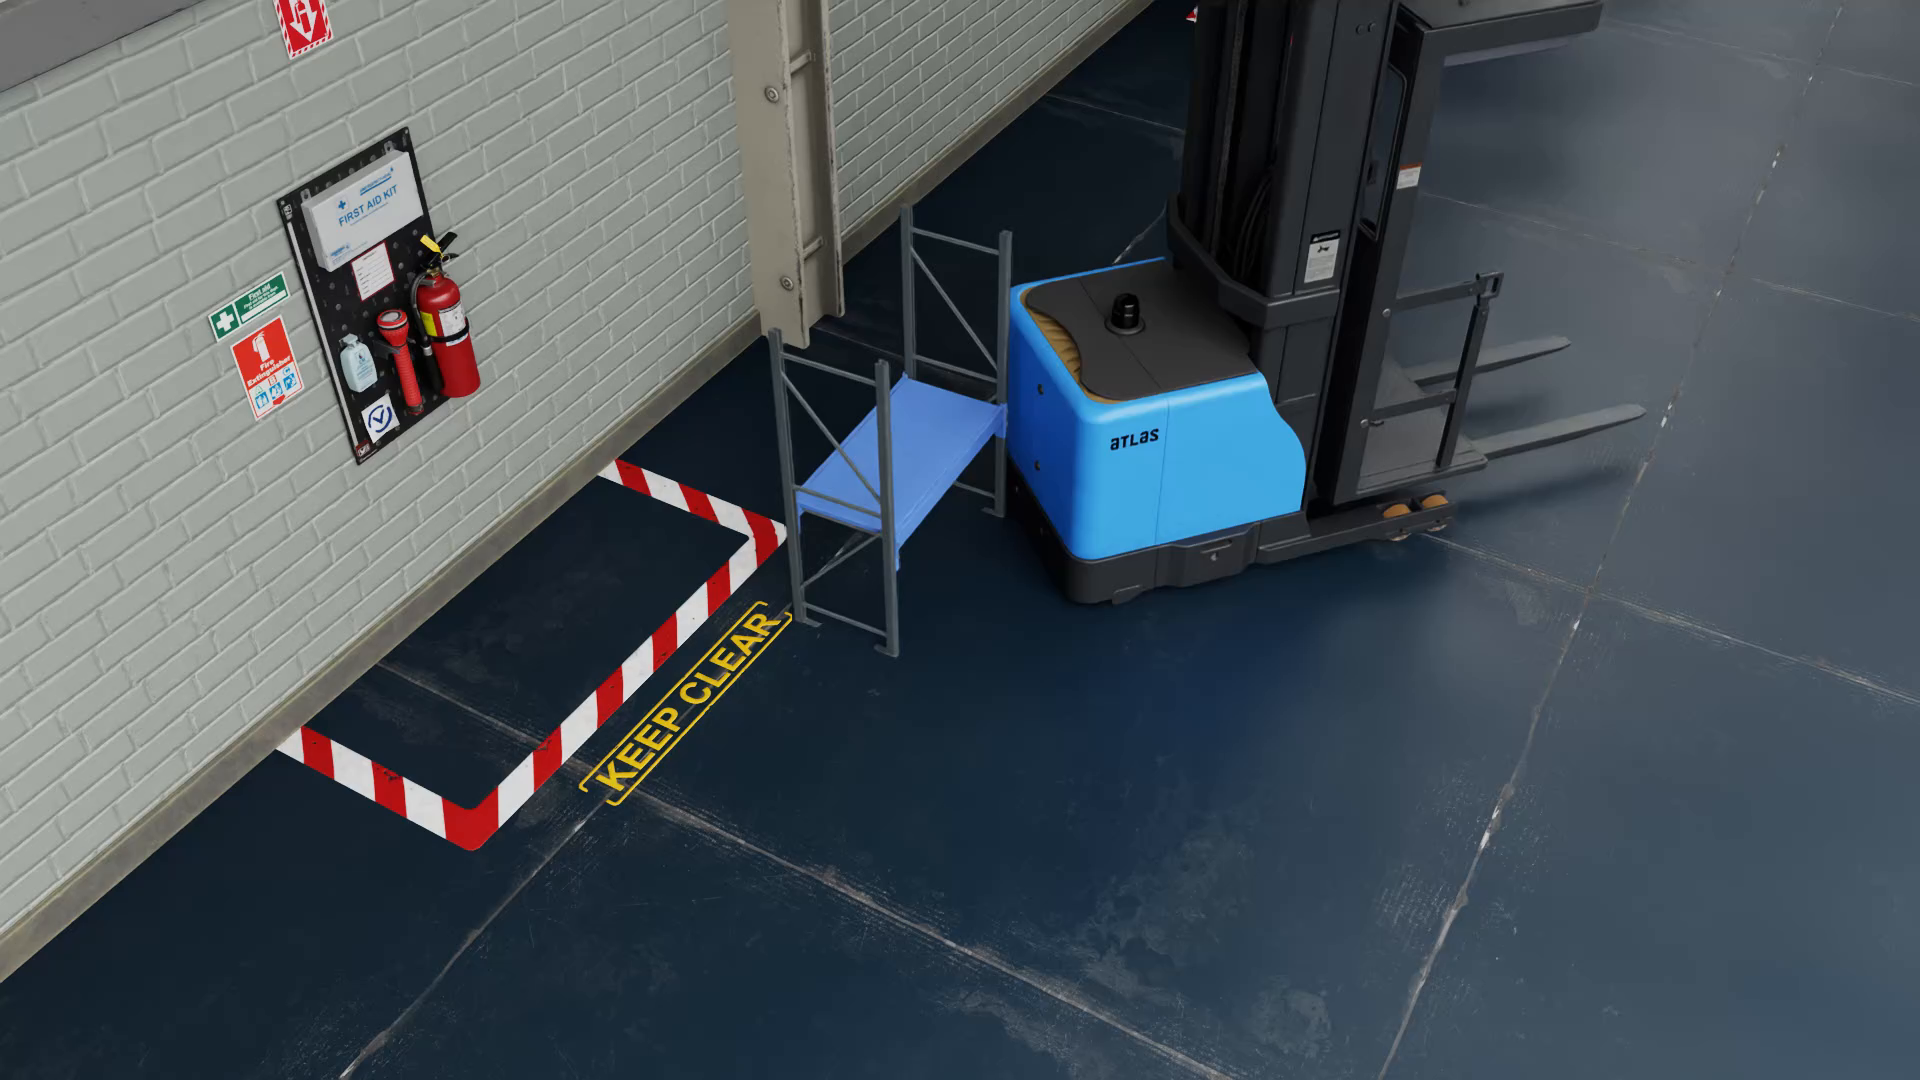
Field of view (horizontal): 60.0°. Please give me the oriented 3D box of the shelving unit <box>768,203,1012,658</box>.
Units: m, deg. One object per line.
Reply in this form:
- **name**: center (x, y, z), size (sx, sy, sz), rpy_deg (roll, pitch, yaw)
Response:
- **shelving unit**: center (-0.252, -0.448, 6.939), size (0.538, 1.500, 1.048), rpy_deg (19, 45, 20)

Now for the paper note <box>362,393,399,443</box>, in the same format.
- **paper note**: center (-2.265, -0.477, 6.504), size (0.016, 0.148, 0.142), rpy_deg (21, 45, 22)

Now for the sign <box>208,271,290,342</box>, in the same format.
- **sign**: center (-2.473, -0.816, 5.794), size (0.001, 0.109, 0.331), rpy_deg (21, 45, 22)

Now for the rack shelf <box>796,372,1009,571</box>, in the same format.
- **rack shelf**: center (-0.252, -0.313, 7.058), size (0.538, 0.185, 1.000), rpy_deg (19, 45, 20)

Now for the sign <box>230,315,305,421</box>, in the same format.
- **sign**: center (-2.483, -0.617, 5.970), size (0.001, 0.329, 0.234), rpy_deg (21, 45, 22)

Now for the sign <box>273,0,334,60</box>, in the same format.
- **sign**: center (-2.207, -1.784, 5.568), size (0.001, 0.298, 0.199), rpy_deg (21, 45, 22)

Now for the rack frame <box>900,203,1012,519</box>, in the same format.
- **rack frame**: center (-0.018, -0.746, 7.278), size (0.500, 1.500, 0.032), rpy_deg (19, 45, 20)

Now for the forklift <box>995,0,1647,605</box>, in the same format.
- **forklift**: center (1.736, -1.414, 6.953), size (3.031, 2.935, 1.130), rpy_deg (-13, 43, -15)

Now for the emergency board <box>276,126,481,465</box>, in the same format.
- **emergency board**: center (-2.117, -0.886, 6.302), size (0.194, 1.169, 0.643), rpy_deg (21, 45, 22)

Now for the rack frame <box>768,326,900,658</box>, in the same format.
- **rack frame**: center (-0.485, -0.149, 6.600), size (0.500, 1.500, 0.032), rpy_deg (19, 45, 20)

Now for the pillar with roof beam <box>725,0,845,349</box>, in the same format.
- **pillar with roof beam**: center (2.880, -3.115, 4.294), size (9.100, 9.000, 0.400), rpy_deg (21, 45, 22)
